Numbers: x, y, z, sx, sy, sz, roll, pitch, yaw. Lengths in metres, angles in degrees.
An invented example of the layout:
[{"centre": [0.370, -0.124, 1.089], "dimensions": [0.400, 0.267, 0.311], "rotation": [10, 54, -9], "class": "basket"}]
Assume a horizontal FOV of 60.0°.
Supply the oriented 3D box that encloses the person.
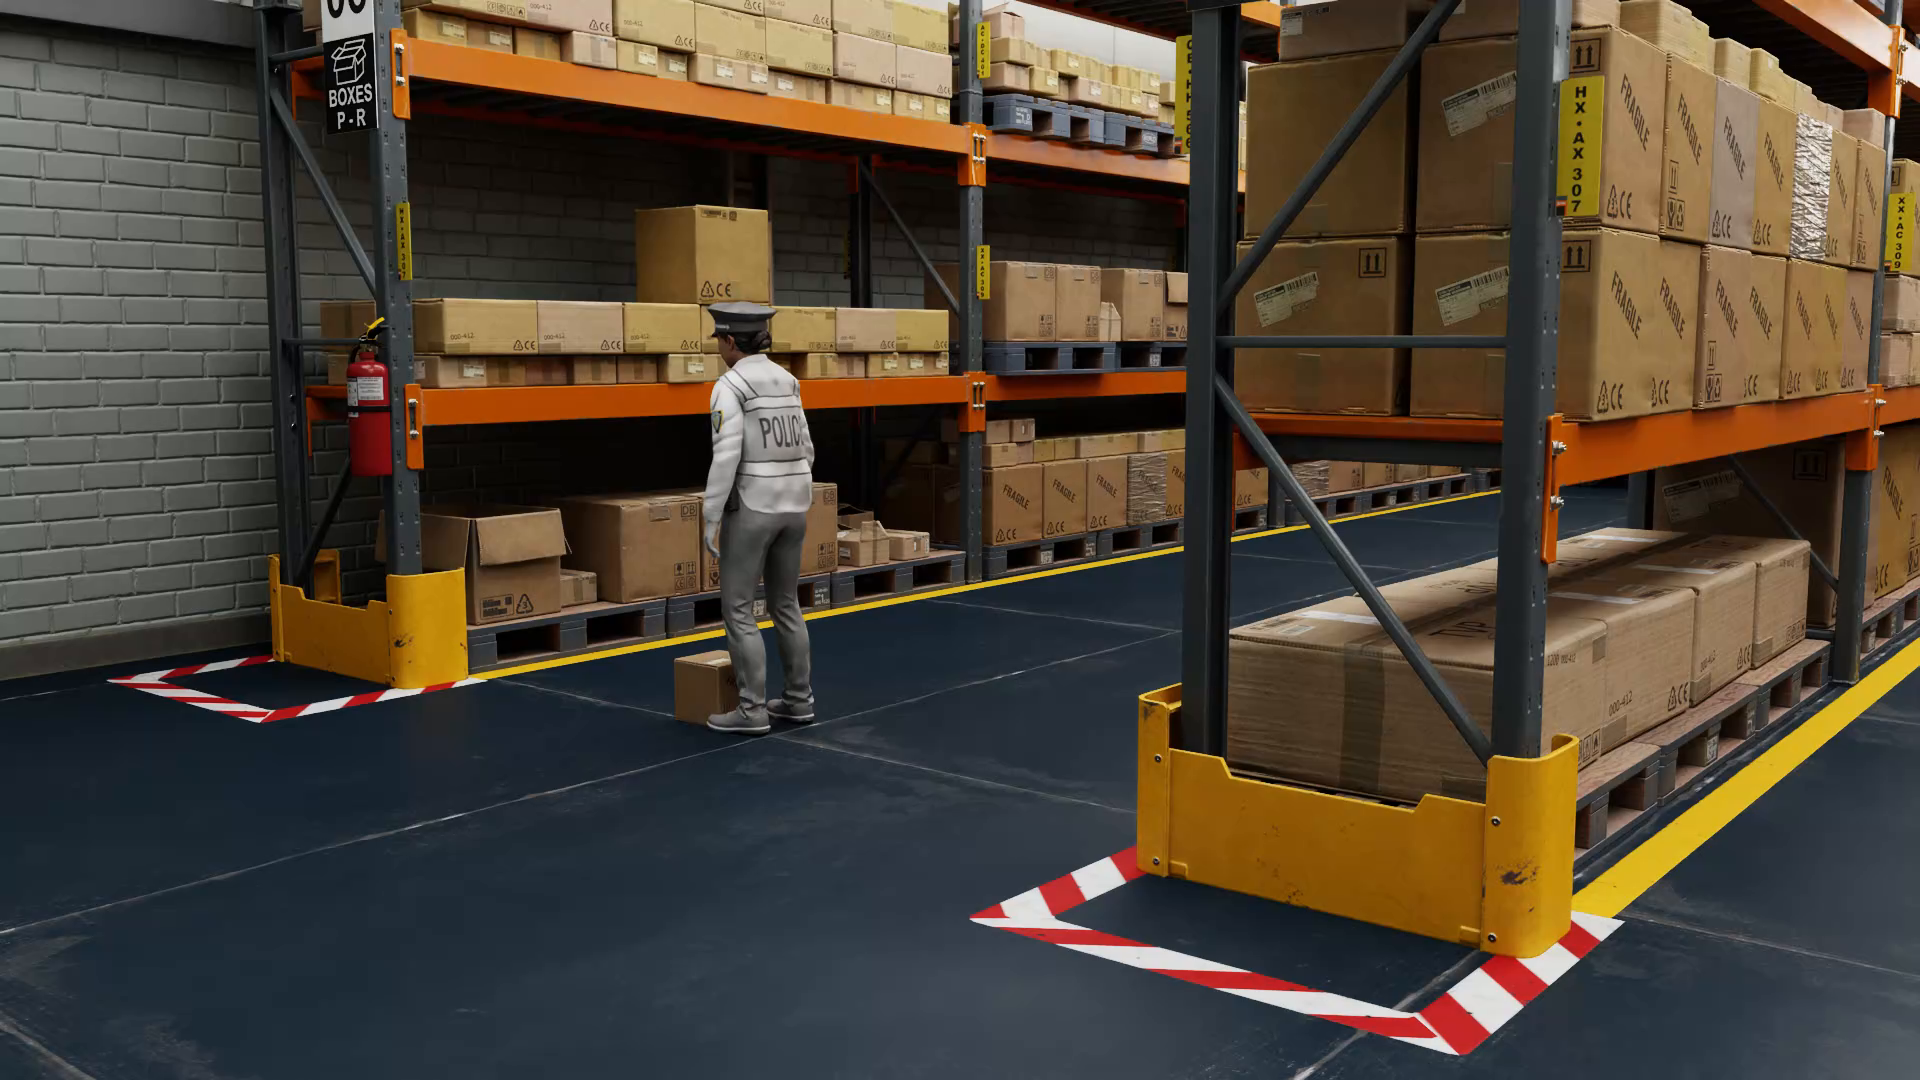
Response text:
[{"centre": [-0.785, -0.087, 6.457], "dimensions": [0.377, 1.663, 0.539], "rotation": [5, 9, 37], "class": "person"}]
